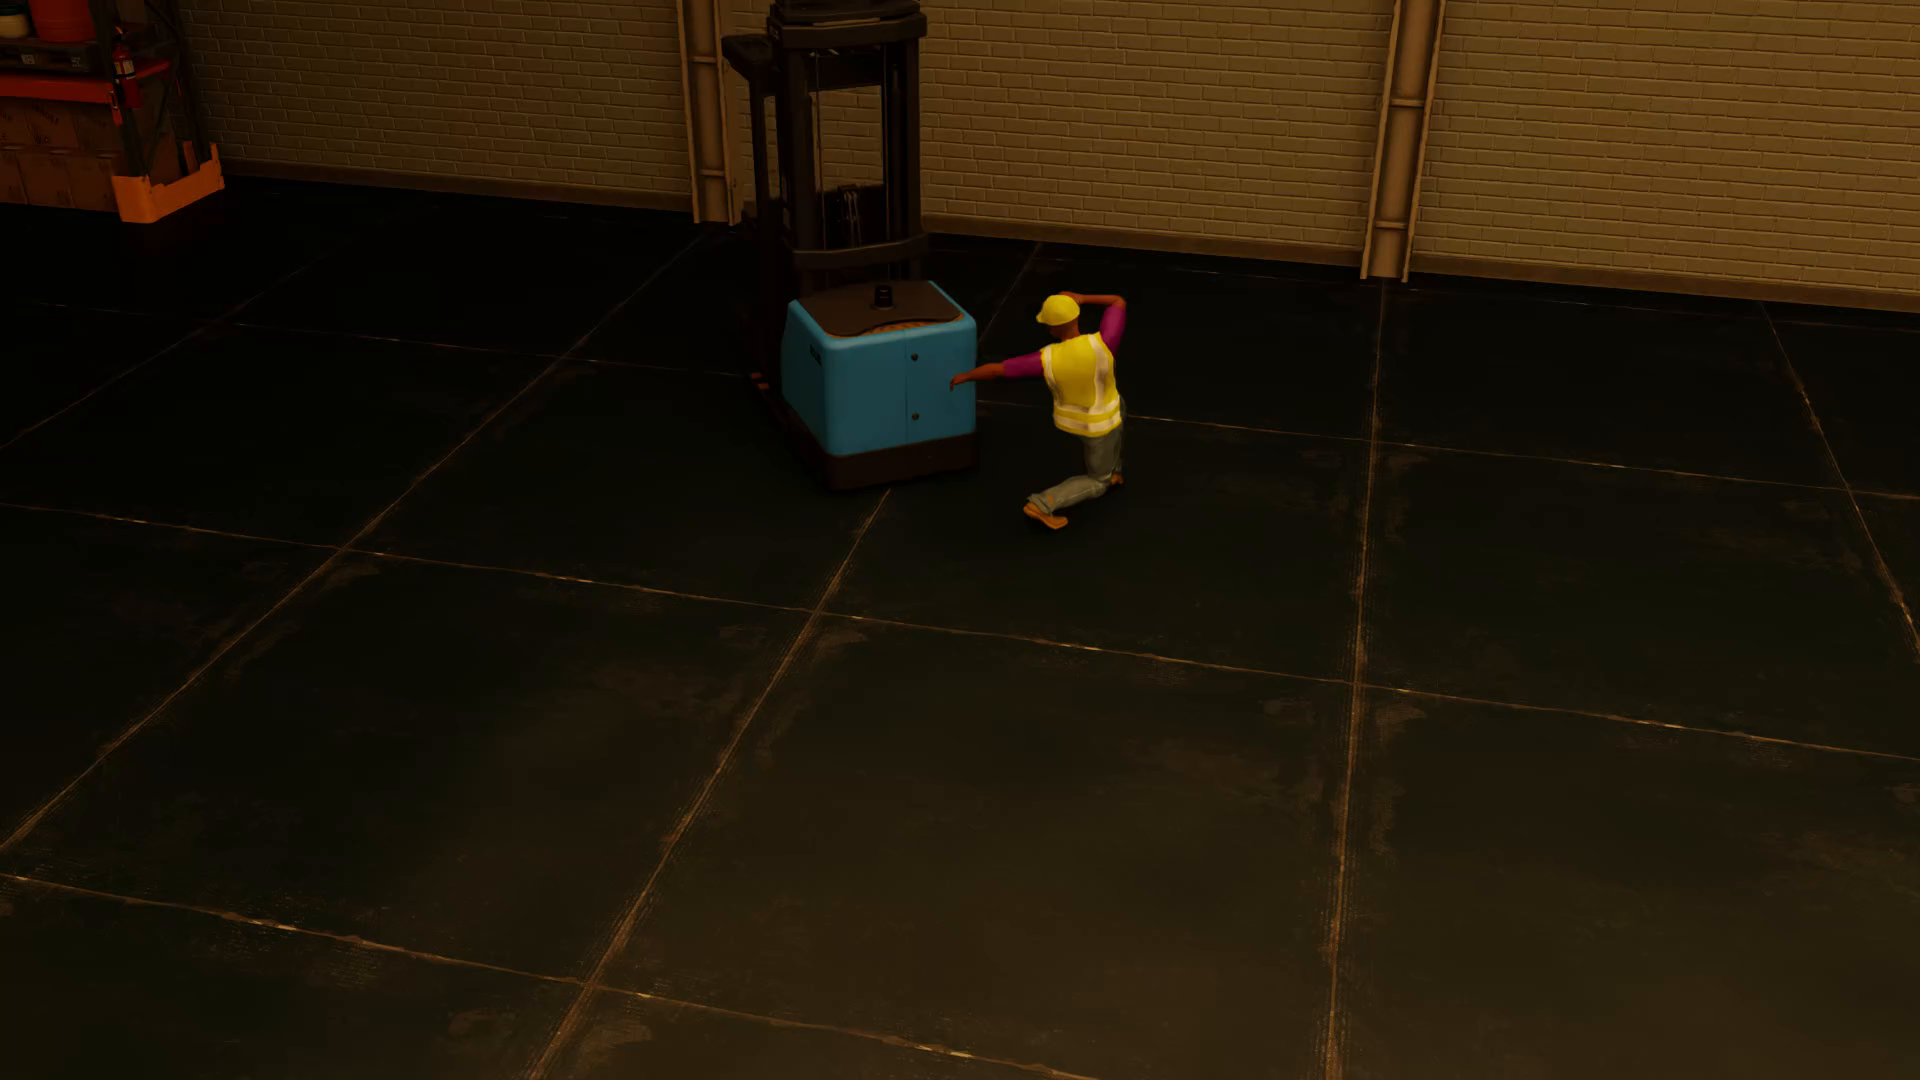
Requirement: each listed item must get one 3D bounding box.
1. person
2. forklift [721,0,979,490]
[{"bbox_3d":[0.563,-0.911,10.264,1.002,1.471,0.965,20,35,31],"label":"person"},{"bbox_3d":[-0.905,-2.299,11.229,1.130,2.935,3.031,-11,31,-19],"label":"forklift"}]
